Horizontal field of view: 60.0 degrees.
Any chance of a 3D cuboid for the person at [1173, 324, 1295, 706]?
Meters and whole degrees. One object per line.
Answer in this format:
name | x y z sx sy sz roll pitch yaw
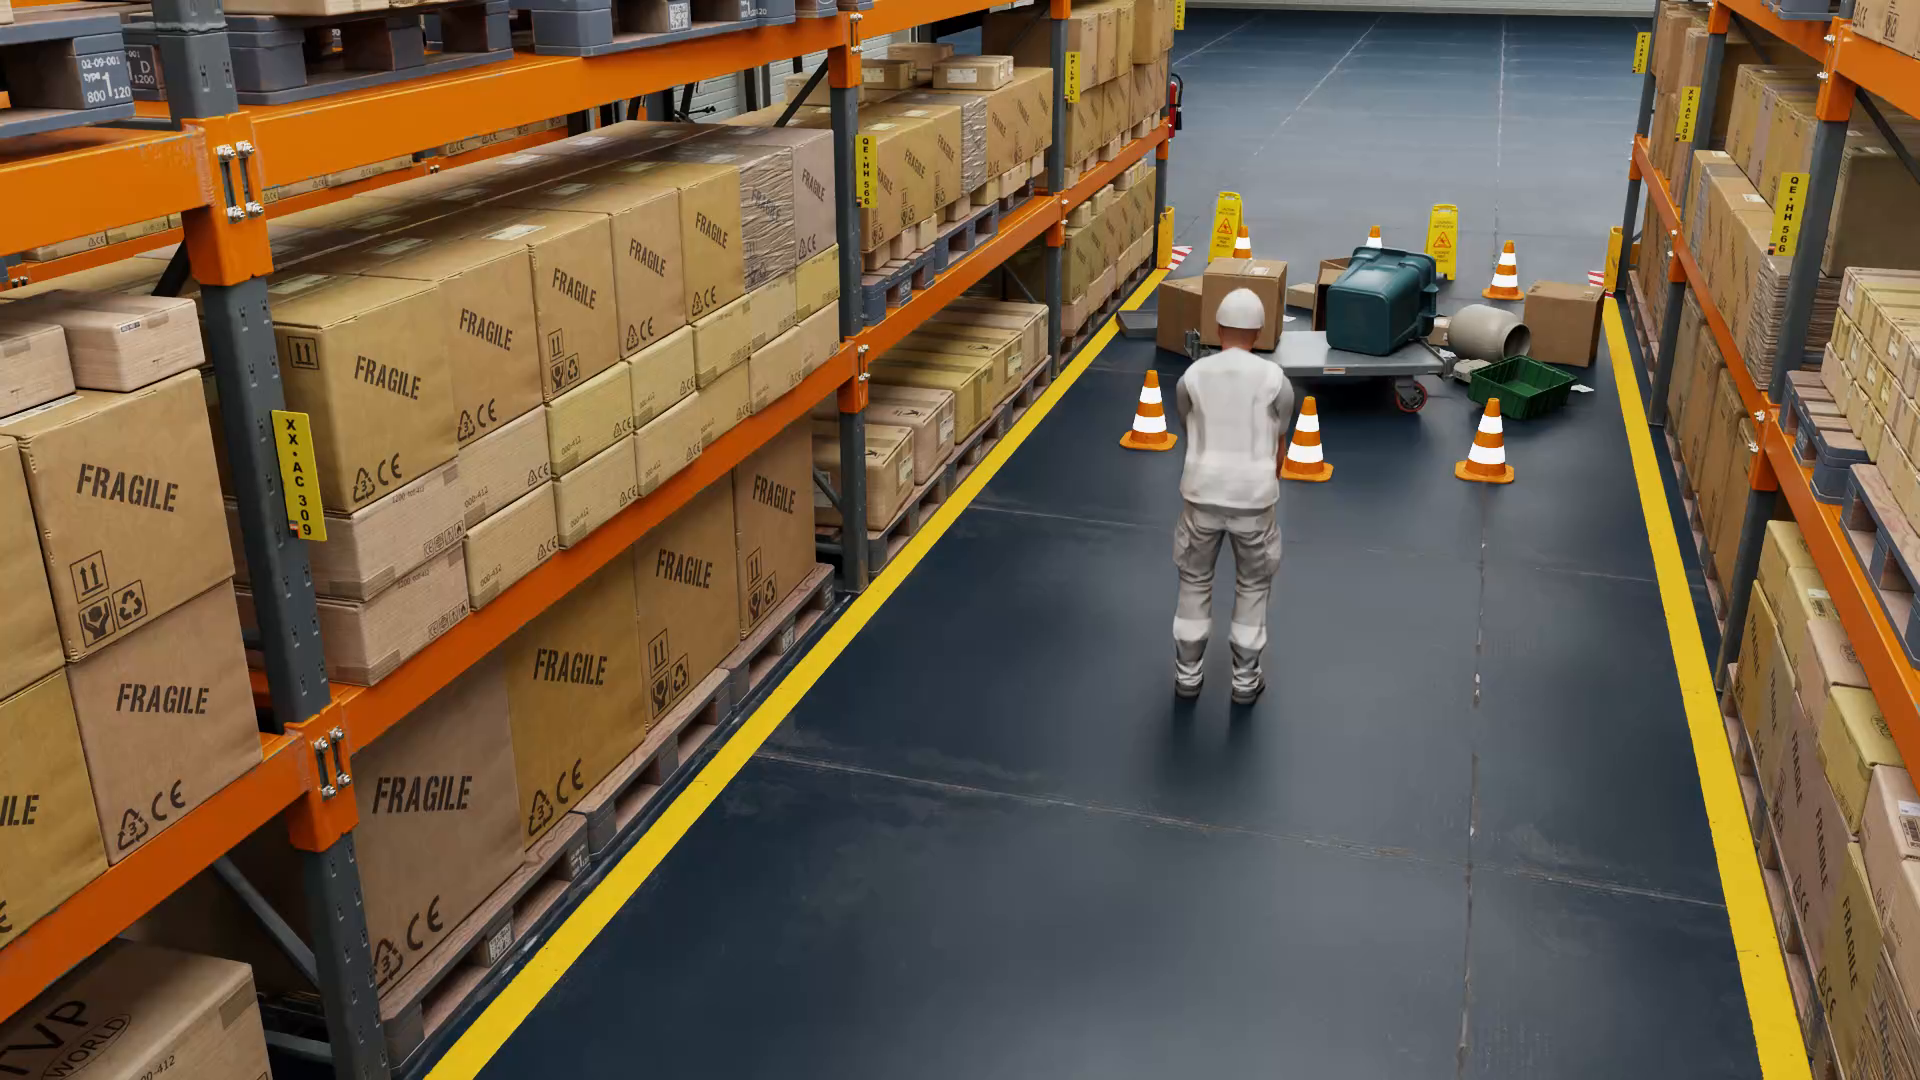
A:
person | 15.468 -1.760 11.066 25.717 1.716 16.635 6 23 15
